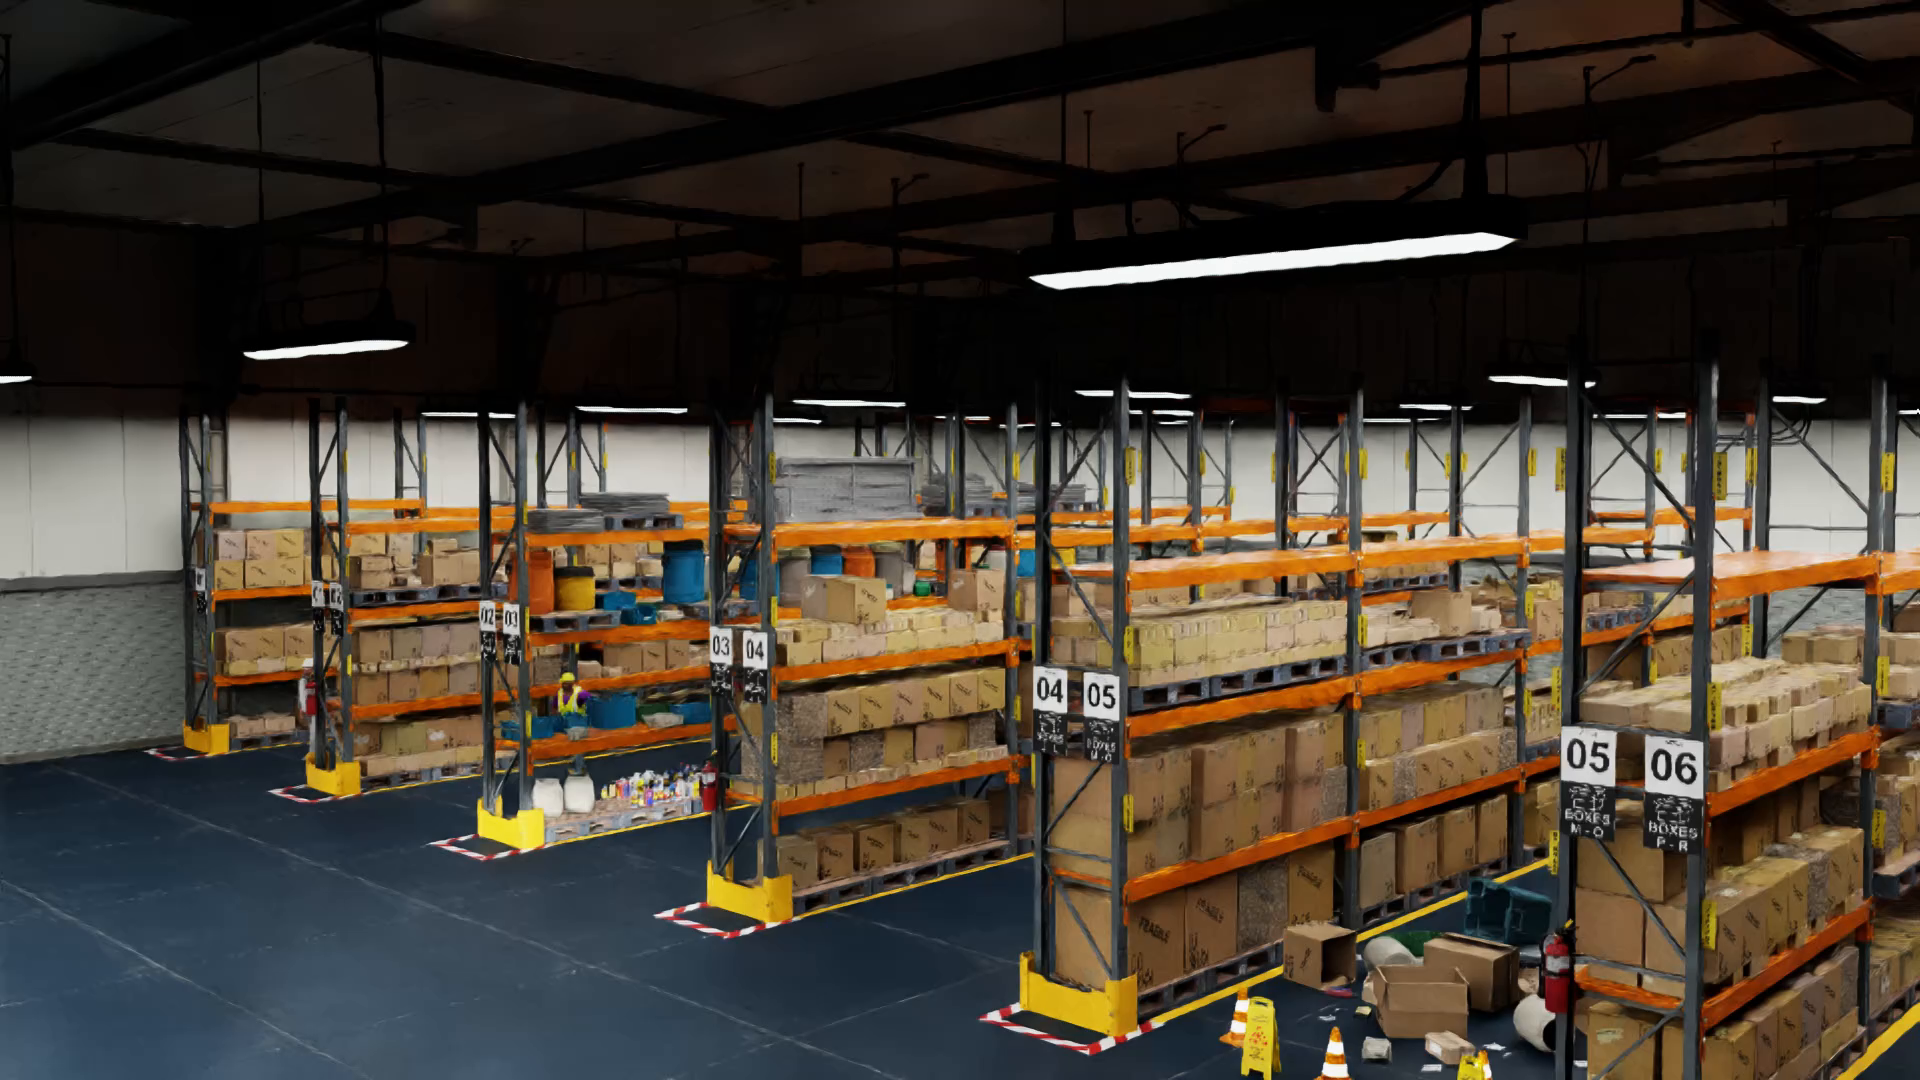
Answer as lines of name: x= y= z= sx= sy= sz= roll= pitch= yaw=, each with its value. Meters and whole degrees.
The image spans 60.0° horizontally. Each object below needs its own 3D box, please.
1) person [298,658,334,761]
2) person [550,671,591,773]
person: x=-10.885 y=2.838 z=27.975 sx=0.577 sy=1.731 sz=0.954 roll=1 pitch=3 yaw=21
person: x=-6.121 y=2.921 z=26.369 sx=0.700 sy=1.705 sz=0.835 roll=2 pitch=3 yaw=27
